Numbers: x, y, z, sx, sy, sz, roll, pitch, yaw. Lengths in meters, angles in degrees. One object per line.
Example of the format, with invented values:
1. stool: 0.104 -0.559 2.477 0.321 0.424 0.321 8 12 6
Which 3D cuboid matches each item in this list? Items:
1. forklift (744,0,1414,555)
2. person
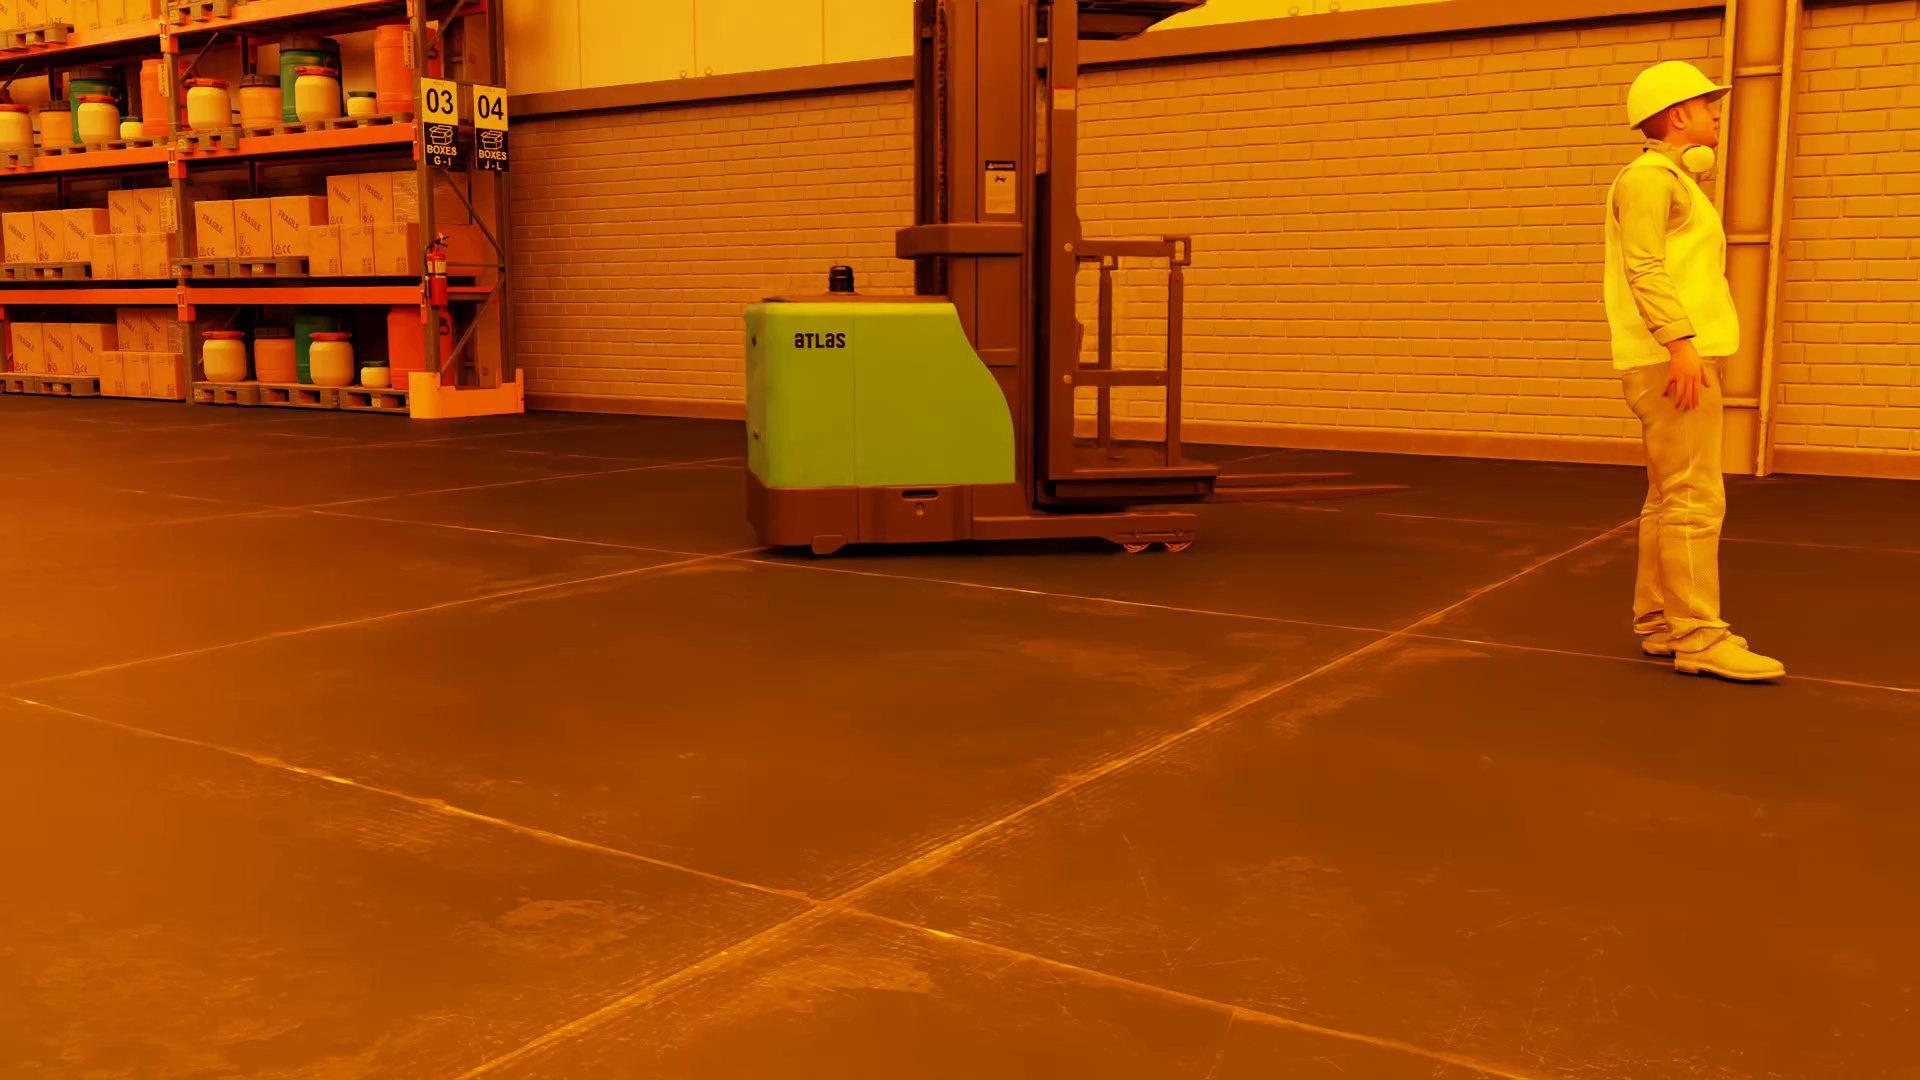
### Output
1. forklift: 0.563 -1.472 7.547 3.031 2.935 1.130 -2 8 -13
2. person: 2.205 -0.526 4.946 0.569 1.773 0.632 4 9 27
